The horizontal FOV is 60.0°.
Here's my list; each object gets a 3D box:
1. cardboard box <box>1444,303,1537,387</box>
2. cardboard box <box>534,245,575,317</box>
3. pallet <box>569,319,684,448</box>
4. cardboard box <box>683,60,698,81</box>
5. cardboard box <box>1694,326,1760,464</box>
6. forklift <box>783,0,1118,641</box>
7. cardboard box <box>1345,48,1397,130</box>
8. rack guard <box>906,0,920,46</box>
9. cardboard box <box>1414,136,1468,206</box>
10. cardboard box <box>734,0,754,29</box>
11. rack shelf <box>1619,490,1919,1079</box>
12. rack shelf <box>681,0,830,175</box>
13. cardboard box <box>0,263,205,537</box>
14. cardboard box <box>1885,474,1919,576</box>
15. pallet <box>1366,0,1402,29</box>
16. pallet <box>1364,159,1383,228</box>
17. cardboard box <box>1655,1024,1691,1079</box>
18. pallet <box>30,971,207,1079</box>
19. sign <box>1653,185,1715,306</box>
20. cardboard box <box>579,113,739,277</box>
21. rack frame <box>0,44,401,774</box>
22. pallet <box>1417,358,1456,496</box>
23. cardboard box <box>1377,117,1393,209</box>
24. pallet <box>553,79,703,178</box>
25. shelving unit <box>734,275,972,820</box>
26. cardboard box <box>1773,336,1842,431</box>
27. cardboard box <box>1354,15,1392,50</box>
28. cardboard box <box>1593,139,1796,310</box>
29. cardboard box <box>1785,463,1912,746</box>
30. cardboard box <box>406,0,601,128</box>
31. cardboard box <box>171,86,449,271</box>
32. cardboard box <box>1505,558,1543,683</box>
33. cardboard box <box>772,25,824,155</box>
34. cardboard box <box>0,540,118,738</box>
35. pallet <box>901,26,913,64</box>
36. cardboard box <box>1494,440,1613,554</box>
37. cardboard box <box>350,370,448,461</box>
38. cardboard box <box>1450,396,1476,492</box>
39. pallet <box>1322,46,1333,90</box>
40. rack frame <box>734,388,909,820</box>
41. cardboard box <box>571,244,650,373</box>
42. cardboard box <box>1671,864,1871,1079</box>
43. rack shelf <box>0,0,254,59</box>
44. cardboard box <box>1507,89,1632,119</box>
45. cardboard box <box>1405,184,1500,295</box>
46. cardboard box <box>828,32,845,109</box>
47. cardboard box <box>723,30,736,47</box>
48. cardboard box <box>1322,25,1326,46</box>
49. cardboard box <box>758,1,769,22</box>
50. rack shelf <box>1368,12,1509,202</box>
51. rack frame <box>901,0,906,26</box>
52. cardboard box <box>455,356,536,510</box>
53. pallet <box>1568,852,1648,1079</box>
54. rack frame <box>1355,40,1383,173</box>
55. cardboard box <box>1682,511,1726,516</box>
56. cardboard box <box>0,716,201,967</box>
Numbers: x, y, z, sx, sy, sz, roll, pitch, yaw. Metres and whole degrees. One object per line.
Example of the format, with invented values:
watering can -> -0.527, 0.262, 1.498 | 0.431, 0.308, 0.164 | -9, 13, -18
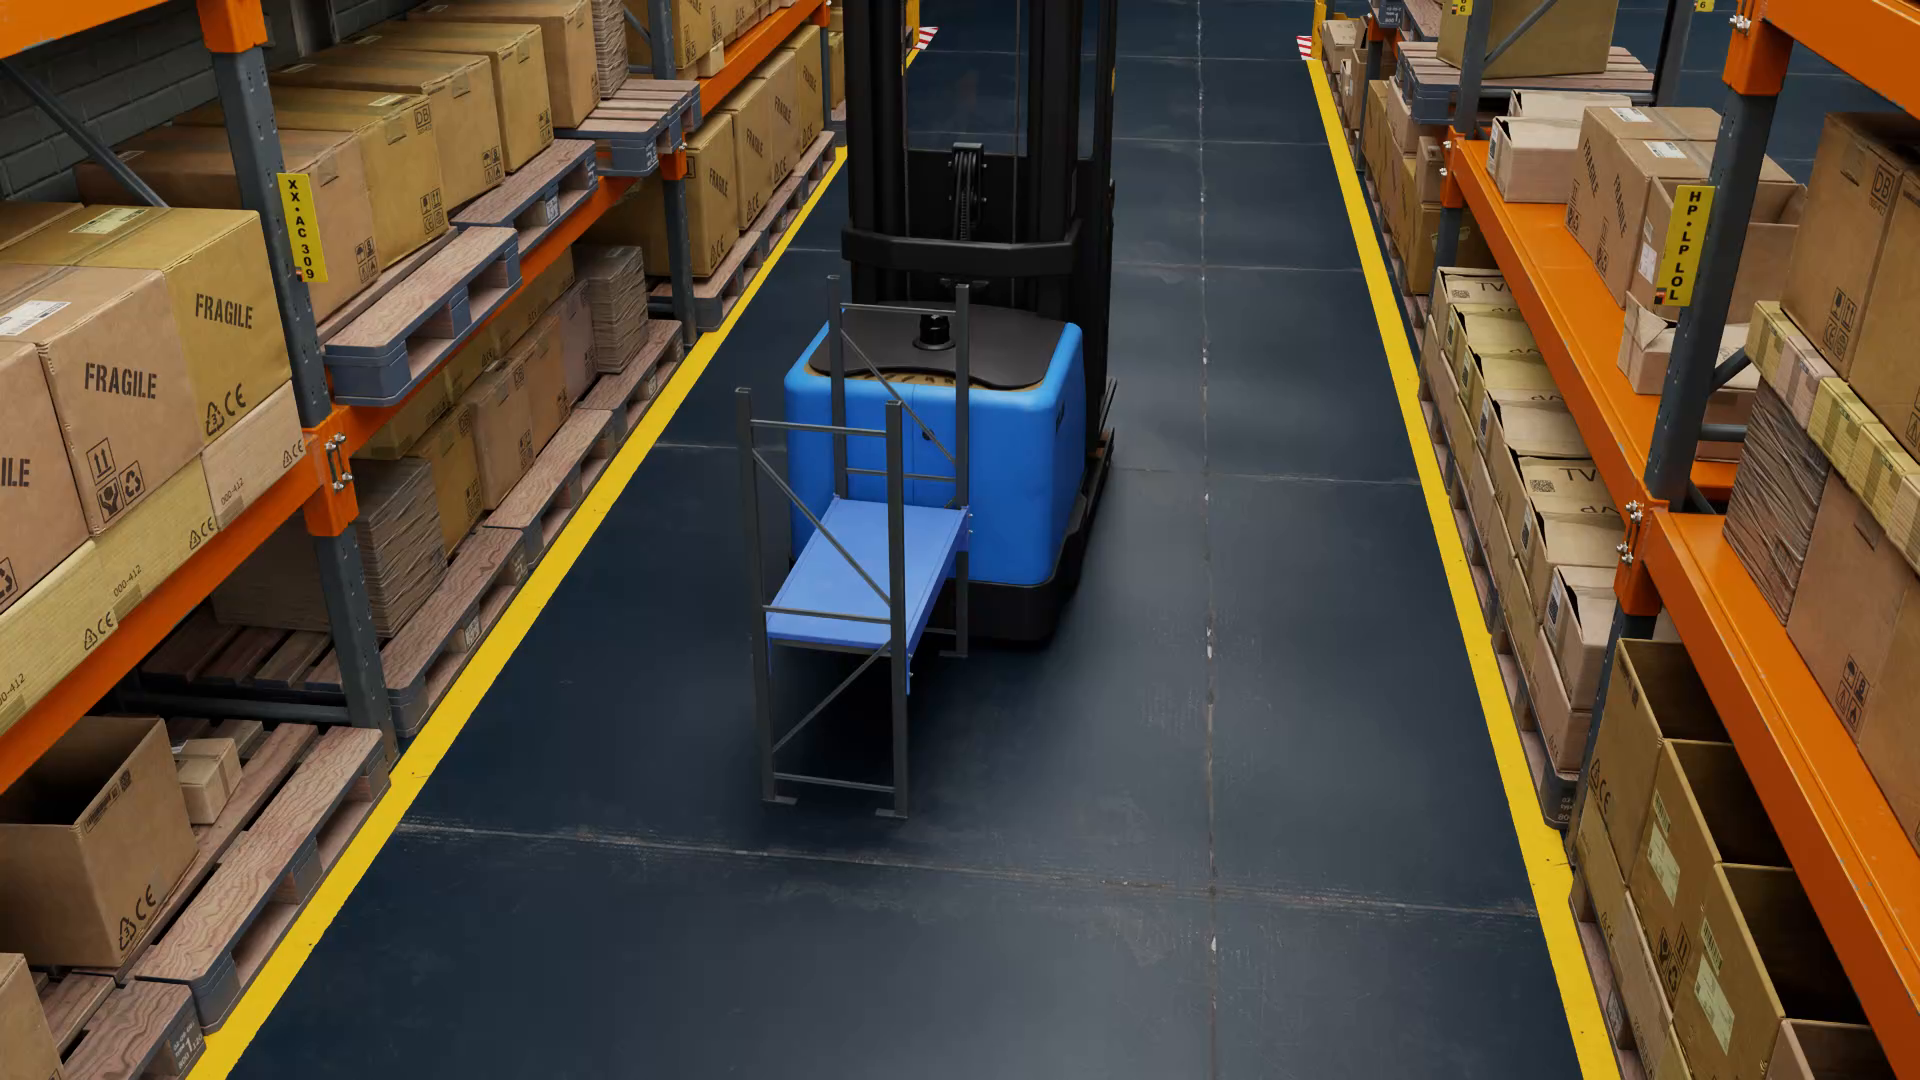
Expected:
cardboard box -> 2.530, -0.898, 7.620 | 0.500, 0.311, 0.500 | 3, 28, 5
cardboard box -> -2.144, -1.257, 7.802 | 0.500, 0.250, 0.500 | 4, 29, 7
pallet -> -2.072, -0.845, 8.596 | 1.003, 0.211, 1.213 | 3, 28, 6
cardboard box -> -1.665, -2.598, 9.154 | 0.380, 0.149, 0.250 | 4, 29, 7
cardboard box -> 2.468, -0.440, 5.062 | 0.500, 0.250, 0.500 | 5, 29, 9
forklift -> 0.124, -1.583, 7.098 | 1.130, 2.935, 3.031 | 5, 29, 10
cardboard box -> 3.220, -3.415, 12.598 | 0.500, 0.500, 0.500 | 3, 28, 6
rack guard -> -0.992, -5.117, 16.221 | 1.175, 0.500, 0.348 | 3, 28, 6
cardboard box -> 2.826, -2.058, 9.289 | 0.500, 0.250, 0.500 | 4, 29, 8
cardboard box -> -1.526, -3.317, 9.805 | 0.500, 0.500, 0.500 | 3, 28, 6
rack shelf -> 2.206, 0.987, 3.014 | 1.077, 0.370, 4.000 | 3, 28, 6
rack shelf -> -1.730, -3.065, 10.535 | 1.077, 0.370, 4.000 | 3, 28, 6
cardboard box -> -2.272, -0.355, 4.092 | 0.500, 0.500, 0.500 | 3, 28, 6
cardboard box -> 2.102, -0.005, 3.307 | 0.380, 0.149, 0.250 | 2, 28, 5
pallet -> 3.225, -3.583, 10.940 | 1.003, 0.211, 1.213 | 3, 28, 6
pallet -> 3.370, -2.424, 11.528 | 1.003, 0.211, 1.213 | 3, 28, 6
cardboard box -> 1.961, 1.425, 3.899 | 0.500, 0.250, 0.500 | 3, 28, 6
pallet -> -2.660, 1.564, 4.124 | 1.003, 0.211, 1.213 | 3, 28, 6
sign -> 1.912, -0.773, 4.385 | 0.100, 0.325, 0.005 | 3, 28, 6
cardboard box -> -1.755, -2.017, 9.656 | 0.750, 0.750, 0.750 | 3, 28, 6
rack frame -> -2.465, -0.557, 5.122 | 1.000, 3.000, 0.127 | 3, 28, 6
pallet -> 2.802, -0.541, 8.032 | 1.003, 0.211, 1.213 | 3, 28, 6
cardboard box -> 3.008, -2.430, 10.770 | 0.500, 0.500, 0.500 | 4, 29, 7
pallet -> -1.957, -2.014, 8.028 | 1.213, 0.211, 1.003 | 3, 28, 6
shelving unit -> -0.316, 0.003, 5.664 | 0.538, 1.500, 1.048 | 5, 29, 10
cardboard box -> 2.196, -0.368, 3.980 | 0.380, 0.149, 0.250 | 4, 29, 7
cardboard box -> 3.657, -4.016, 13.711 | 0.797, 0.503, 0.637 | 3, 28, 6
cardboard box -> 2.688, -1.160, 6.135 | 0.500, 0.500, 0.500 | 3, 28, 6
cardboard box -> 2.345, 0.143, 3.717 | 0.700, 0.500, 0.500 | 3, 28, 6
cardboard box -> -2.064, -2.192, 7.586 | 0.700, 0.500, 0.500 | 1, 28, 1
cardboard box -> -2.294, -1.295, 5.923 | 0.700, 0.500, 0.500 | 6, 29, 11
cardboard box -> 2.278, 0.304, 5.979 | 0.500, 0.250, 0.500 | 3, 28, 5
cardboard box -> -1.436, -3.248, 11.940 | 0.750, 0.750, 0.750 | 4, 29, 7
cardboard box -> -2.338, 0.212, 3.831 | 0.500, 0.250, 0.500 | 3, 28, 6
pallet -> -1.015, -4.597, 15.561 | 1.003, 0.211, 1.213 | 3, 28, 6
cardboard box -> 2.338, -0.180, 6.286 | 0.500, 0.311, 0.500 | 3, 28, 6
cardboard box -> -2.341, -0.536, 6.463 | 0.500, 0.250, 0.500 | 3, 28, 5
cardboard box -> 2.468, -0.417, 7.318 | 0.500, 0.250, 0.500 | 3, 28, 5
pallet -> 3.816, -4.281, 14.974 | 1.003, 0.211, 1.213 | 3, 28, 6
rack frame -> -0.417, 0.239, 5.225 | 0.500, 1.500, 0.032 | 5, 29, 10
cardboard box -> -2.012, -1.192, 8.471 | 0.700, 0.500, 0.500 | 4, 29, 7
cardboard box -> 1.962, 1.095, 3.721 | 0.500, 0.500, 0.500 | 3, 28, 6
rack shelf -> -2.710, -0.620, 2.834 | 1.077, 0.370, 4.000 | 3, 28, 6
cardboard box -> 2.854, -1.946, 7.794 | 0.500, 0.311, 0.500 | 5, 29, 9
cardboard box -> 2.823, -1.701, 9.417 | 0.500, 0.500, 0.500 | 4, 29, 8
cardboard box -> -1.292, -3.754, 13.248 | 0.700, 0.500, 0.500 | 4, 29, 7
cardboard box -> -1.575, -3.087, 10.062 | 0.380, 0.149, 0.250 | 4, 29, 7
cardboard box -> 3.499, -4.571, 15.096 | 0.380, 0.166, 0.250 | 3, 28, 6
cardboard box -> -1.445, -3.450, 10.736 | 0.380, 0.149, 0.250 | 3, 28, 5
rack shelf -> 3.187, -2.779, 10.004 | 1.077, 0.370, 4.000 | 3, 28, 6
rack frame -> -0.995, -6.206, 15.607 | 1.000, 3.000, 0.127 | 3, 28, 6
cardboard box -> -2.276, -0.482, 7.154 | 0.700, 0.500, 0.500 | 4, 29, 7
pallet -> 2.312, 1.328, 4.562 | 1.003, 0.211, 1.213 | 3, 28, 6
rack frame -> 3.432, -4.037, 11.581 | 1.000, 3.000, 0.127 | 3, 28, 6
cardboard box -> 2.816, 0.092, 5.782 | 0.500, 0.311, 0.500 | 3, 28, 6
cardboard box -> -2.553, 0.840, 4.700 | 0.500, 0.500, 0.500 | 1, 28, 2
